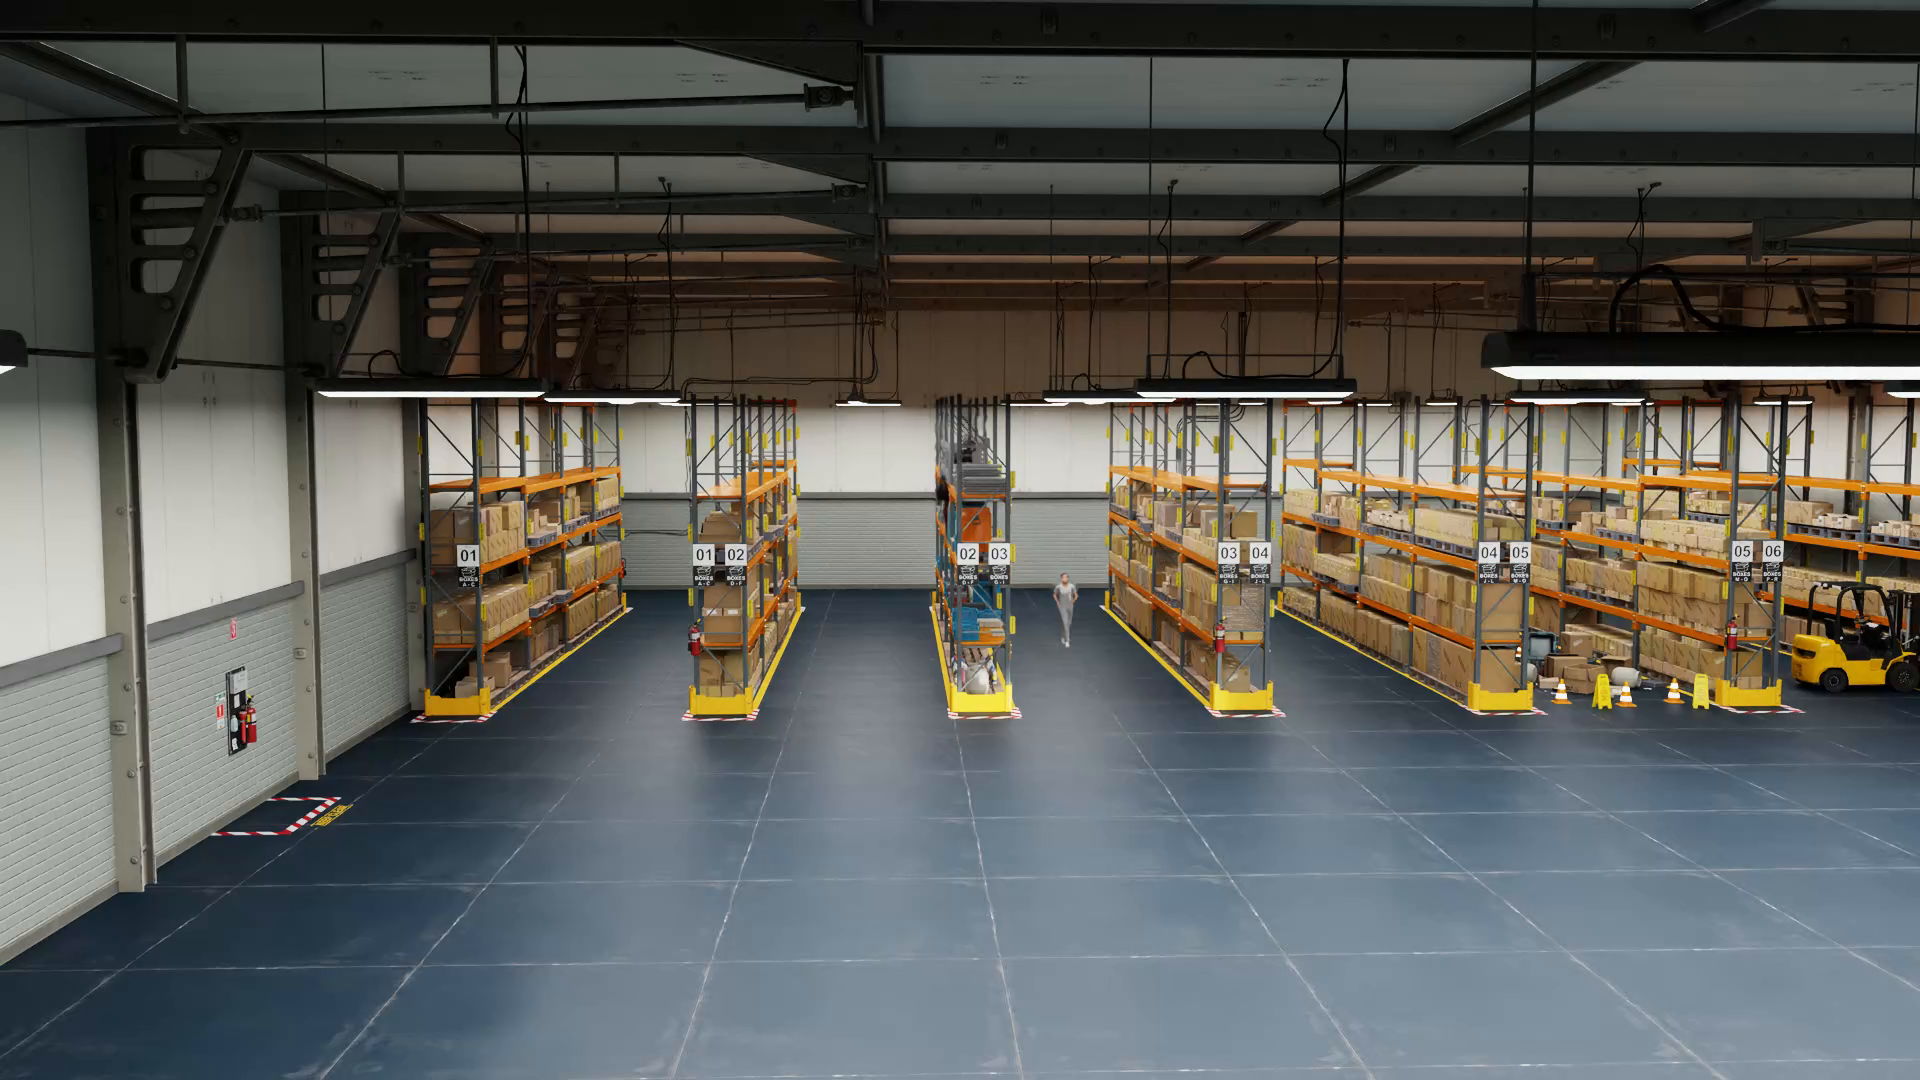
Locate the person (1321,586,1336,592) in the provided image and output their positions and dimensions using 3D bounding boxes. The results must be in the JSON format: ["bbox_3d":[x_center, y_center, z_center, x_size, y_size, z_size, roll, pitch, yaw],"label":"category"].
[{"bbox_3d":[10.700,1.046,48.440,0.897,1.779,0.726,4,6,43],"label":"person"}]

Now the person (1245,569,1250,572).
[{"bbox_3d":[8.032,1.213,45.896,0.693,1.825,0.869,1,5,7],"label":"person"}]

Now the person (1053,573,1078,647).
[{"bbox_3d":[2.447,1.594,38.375,0.563,1.681,0.741,0,5,-6],"label":"person"}]
